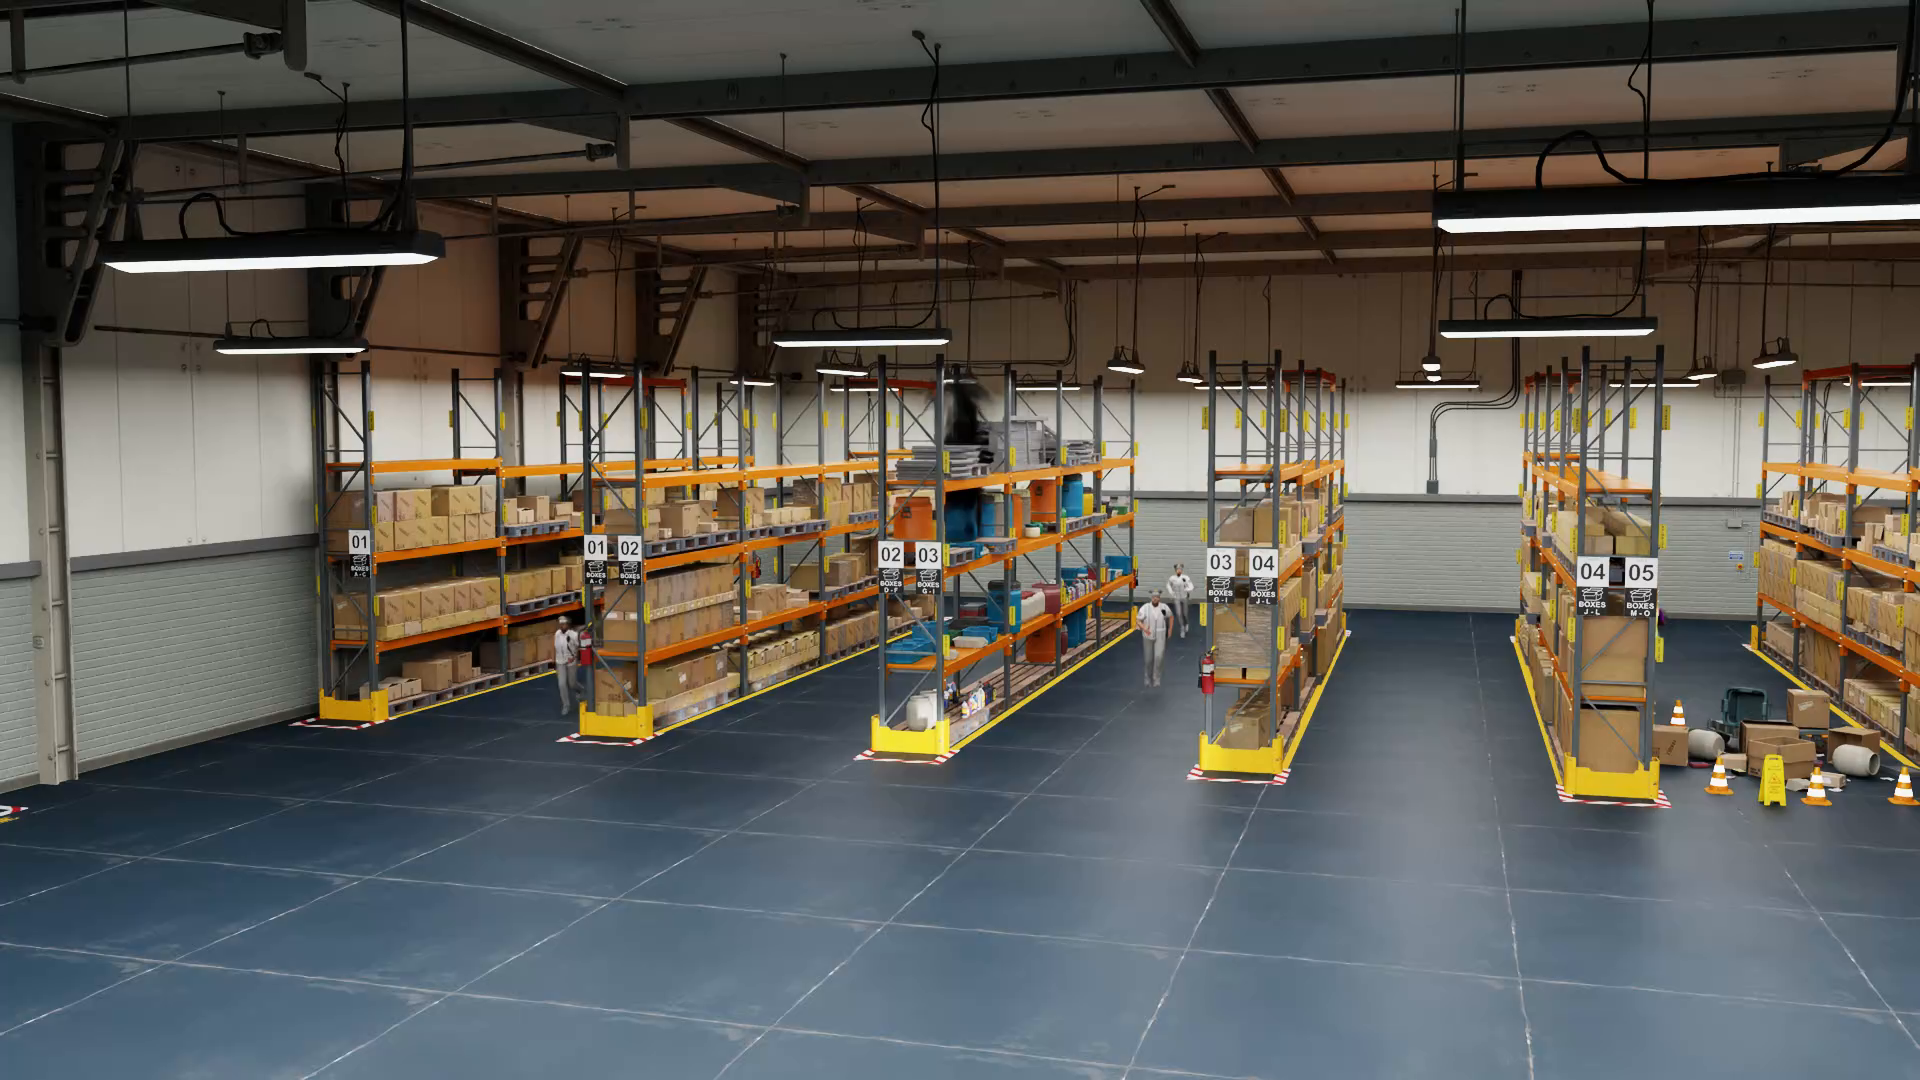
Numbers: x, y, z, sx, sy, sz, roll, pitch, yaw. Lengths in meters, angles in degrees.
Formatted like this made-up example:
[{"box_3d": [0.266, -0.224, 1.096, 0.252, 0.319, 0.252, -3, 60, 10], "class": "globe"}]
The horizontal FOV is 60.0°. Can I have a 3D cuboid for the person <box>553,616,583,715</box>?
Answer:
[{"box_3d": [-6.768, 2.129, 28.726, 0.599, 1.687, 0.862, 1, 4, 11], "class": "person"}]

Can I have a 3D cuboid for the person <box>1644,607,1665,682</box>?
[{"box_3d": [12.968, 1.876, 31.407, 0.670, 1.809, 0.869, 1, 4, 11], "class": "person"}]

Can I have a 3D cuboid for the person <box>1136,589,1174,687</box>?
[{"box_3d": [3.510, 1.769, 29.904, 0.688, 1.820, 0.791, 0, 4, 3], "class": "person"}]

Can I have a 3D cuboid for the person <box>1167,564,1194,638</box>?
[{"box_3d": [5.139, 1.389, 38.845, 0.625, 1.709, 0.848, 0, 4, 7], "class": "person"}]
